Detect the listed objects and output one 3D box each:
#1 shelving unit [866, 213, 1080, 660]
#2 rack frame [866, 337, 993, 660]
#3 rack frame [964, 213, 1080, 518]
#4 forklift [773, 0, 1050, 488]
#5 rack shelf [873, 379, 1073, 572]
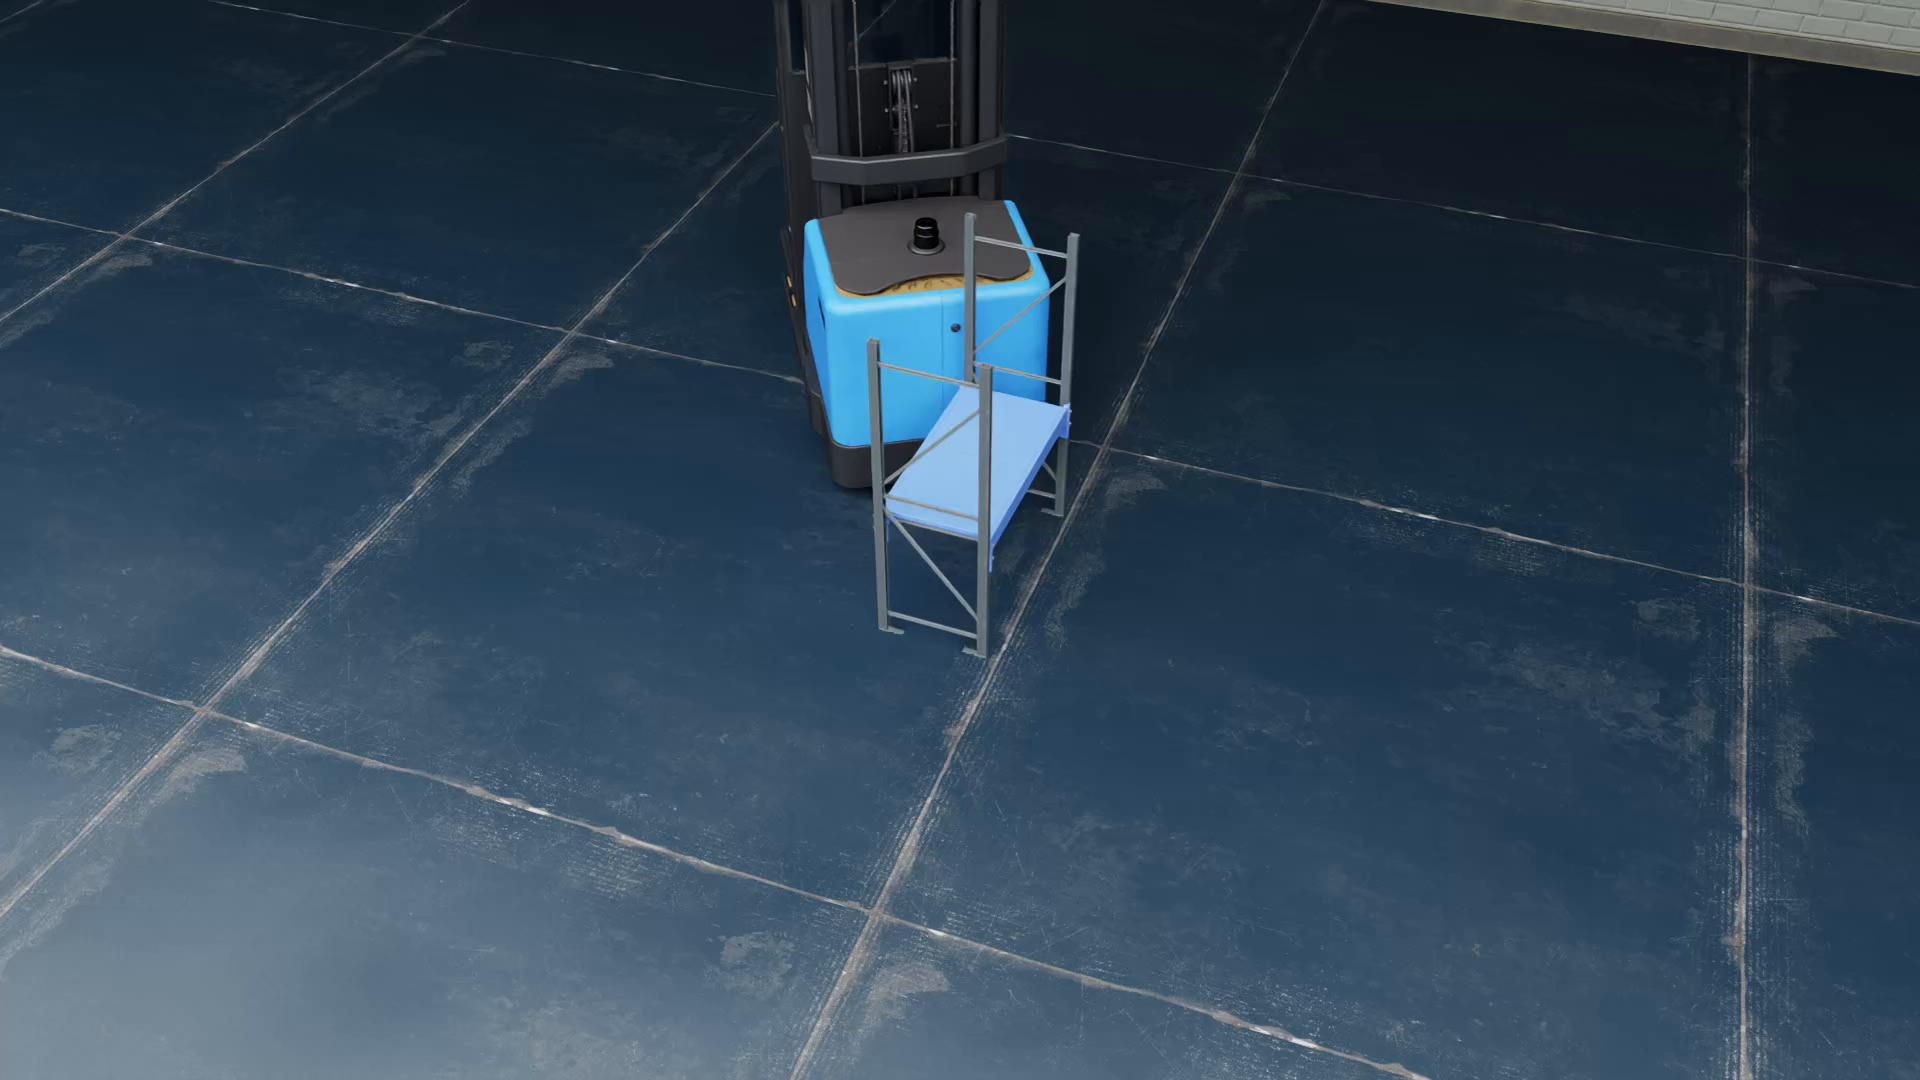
[{"bbox_3d":[0.071,-0.435,7.058,0.538,1.500,1.048,14,43,16],"label":"shelving unit"},{"bbox_3d":[-0.116,-0.128,6.698,0.500,1.500,0.032,14,43,16],"label":"rack frame"},{"bbox_3d":[0.257,-0.742,7.418,0.500,1.500,0.032,14,43,16],"label":"rack frame"},{"bbox_3d":[-0.371,-2.323,8.168,1.130,2.935,3.031,-7,41,-9],"label":"forklift"},{"bbox_3d":[0.071,-0.298,7.175,0.538,0.185,1.000,14,43,16],"label":"rack shelf"}]
